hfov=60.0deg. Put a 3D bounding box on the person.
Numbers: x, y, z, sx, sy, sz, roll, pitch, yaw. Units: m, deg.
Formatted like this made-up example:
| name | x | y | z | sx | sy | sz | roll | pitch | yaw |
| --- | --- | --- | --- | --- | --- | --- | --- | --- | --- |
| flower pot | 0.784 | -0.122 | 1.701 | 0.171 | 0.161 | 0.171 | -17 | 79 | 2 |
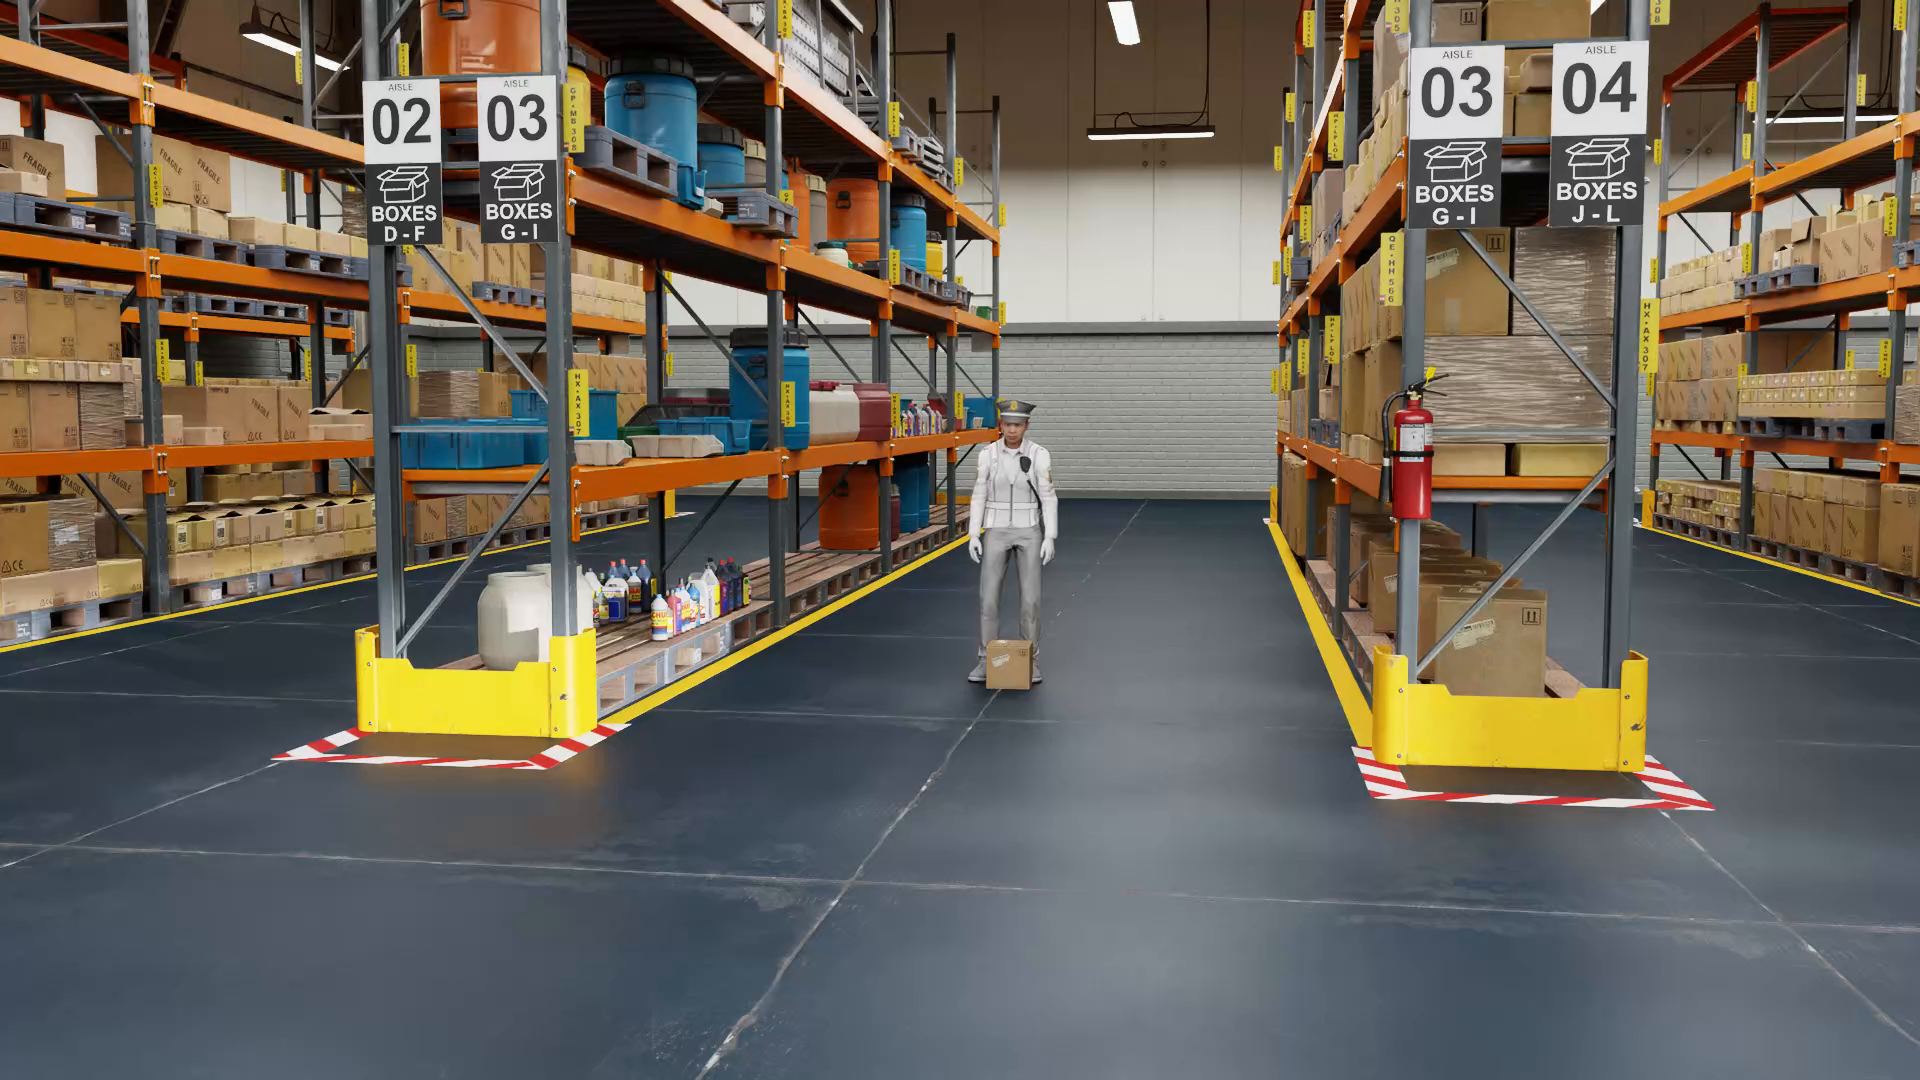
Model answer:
| name | x | y | z | sx | sy | sz | roll | pitch | yaw |
| --- | --- | --- | --- | --- | --- | --- | --- | --- | --- |
| person | 0.314 | 0.001 | 9.859 | 0.530 | 1.664 | 0.371 | 1 | 5 | 9 |
